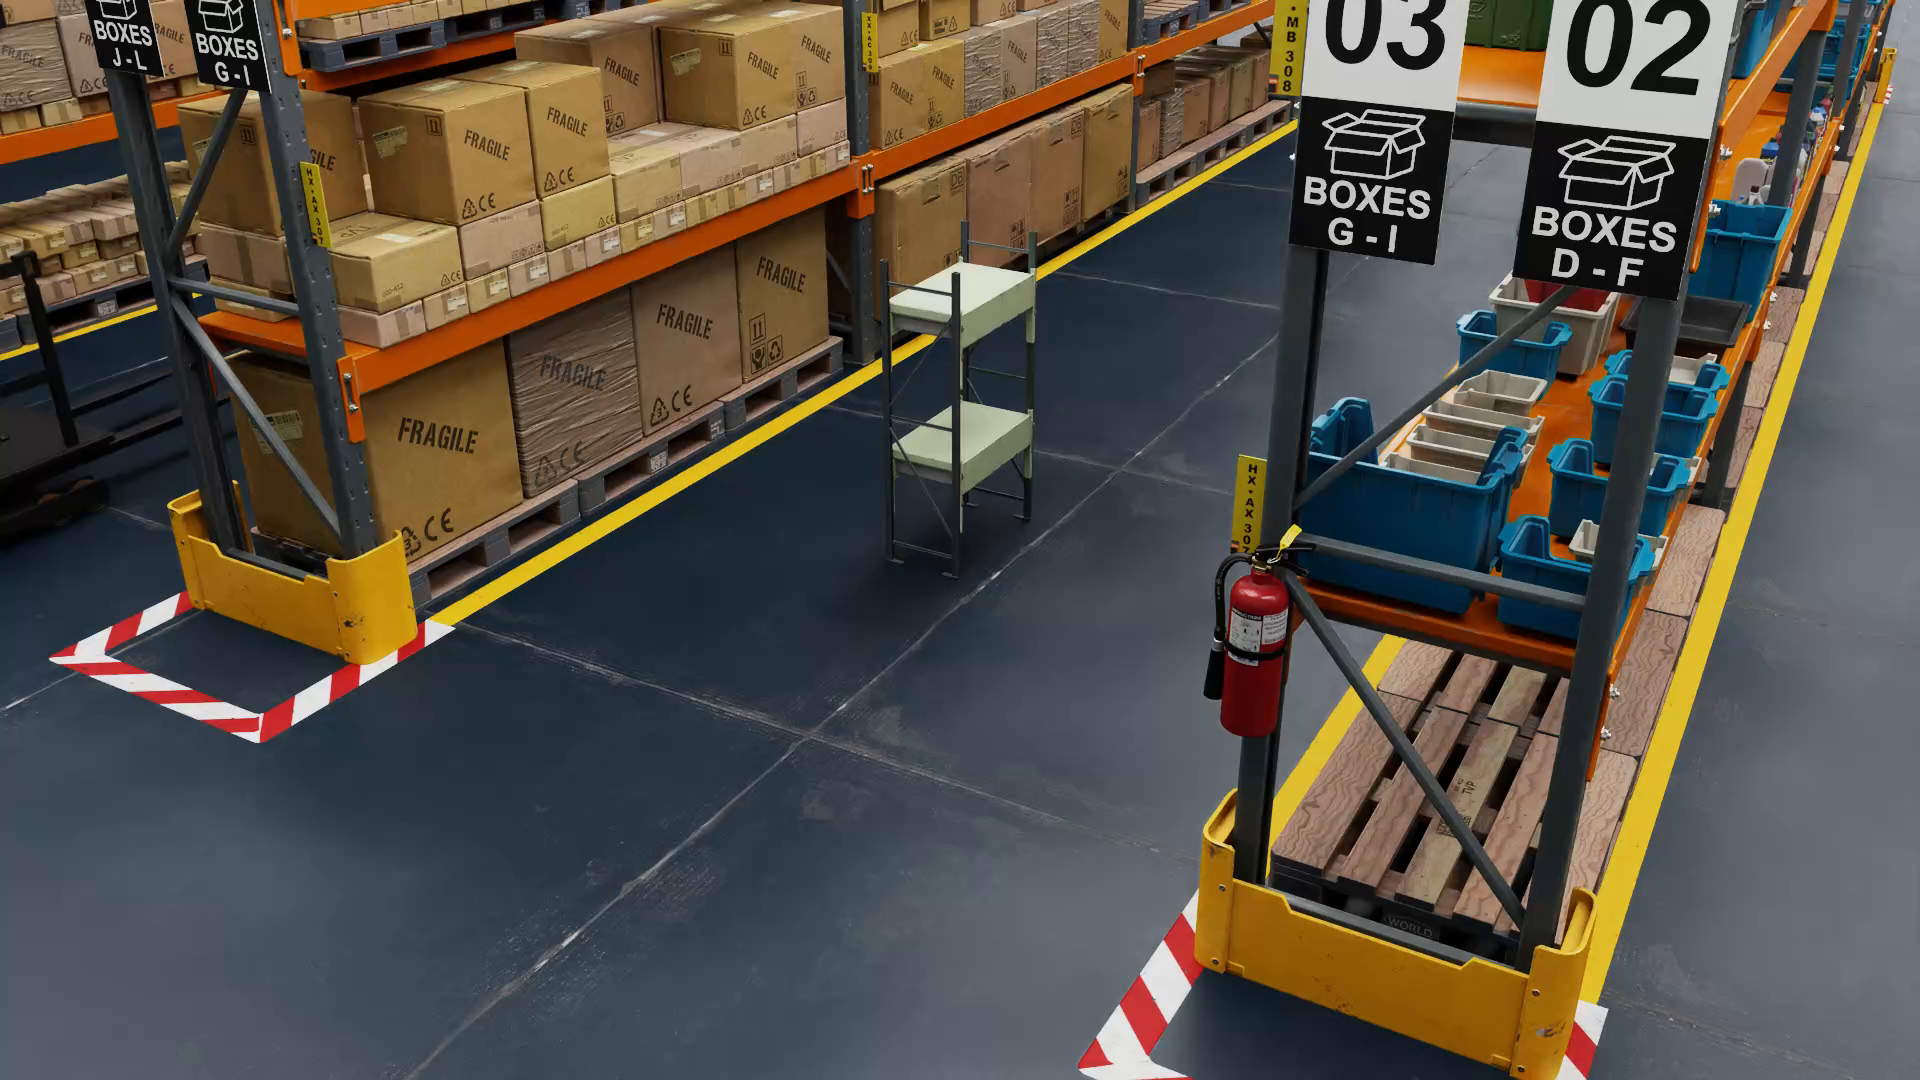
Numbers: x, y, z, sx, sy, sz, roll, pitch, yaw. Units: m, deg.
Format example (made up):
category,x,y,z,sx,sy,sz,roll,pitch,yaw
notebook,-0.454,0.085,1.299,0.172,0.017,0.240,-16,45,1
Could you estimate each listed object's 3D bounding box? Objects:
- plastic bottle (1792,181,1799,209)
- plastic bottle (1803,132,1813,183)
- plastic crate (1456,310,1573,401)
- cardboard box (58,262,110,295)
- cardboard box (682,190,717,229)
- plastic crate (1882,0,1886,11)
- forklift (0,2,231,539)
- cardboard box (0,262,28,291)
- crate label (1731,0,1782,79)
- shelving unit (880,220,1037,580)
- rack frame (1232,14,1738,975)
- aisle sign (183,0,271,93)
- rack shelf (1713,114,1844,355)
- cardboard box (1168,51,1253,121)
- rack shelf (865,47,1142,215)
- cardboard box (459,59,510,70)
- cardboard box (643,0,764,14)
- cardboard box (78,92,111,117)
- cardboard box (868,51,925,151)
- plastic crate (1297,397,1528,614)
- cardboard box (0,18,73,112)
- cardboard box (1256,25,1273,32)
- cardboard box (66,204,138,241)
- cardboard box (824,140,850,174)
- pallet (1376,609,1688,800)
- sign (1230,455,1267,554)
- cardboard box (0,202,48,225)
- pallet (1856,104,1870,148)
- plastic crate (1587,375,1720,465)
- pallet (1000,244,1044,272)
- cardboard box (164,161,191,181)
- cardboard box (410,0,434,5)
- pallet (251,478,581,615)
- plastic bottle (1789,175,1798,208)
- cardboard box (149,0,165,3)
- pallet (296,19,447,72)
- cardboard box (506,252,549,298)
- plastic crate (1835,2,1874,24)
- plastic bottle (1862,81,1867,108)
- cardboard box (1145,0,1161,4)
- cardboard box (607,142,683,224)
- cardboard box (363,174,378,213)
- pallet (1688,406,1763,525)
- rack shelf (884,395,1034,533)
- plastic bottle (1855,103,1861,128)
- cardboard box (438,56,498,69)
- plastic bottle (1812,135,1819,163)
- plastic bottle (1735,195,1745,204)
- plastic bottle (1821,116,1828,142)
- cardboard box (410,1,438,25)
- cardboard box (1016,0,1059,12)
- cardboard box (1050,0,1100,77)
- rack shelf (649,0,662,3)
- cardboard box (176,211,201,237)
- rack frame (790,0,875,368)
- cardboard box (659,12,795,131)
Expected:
category,x,y,z,sx,sy,sz,roll,pitch,yaw
plastic bottle,4.407,-1.871,8.859,0.097,0.201,0.097,0,27,0
plastic bottle,4.732,-2.149,9.323,0.061,0.283,0.133,14,30,26
plastic crate,2.130,-0.713,6.444,0.416,0.233,0.300,14,30,26
cardboard box,-5.952,-1.779,11.169,0.380,0.149,0.250,14,30,26
cardboard box,-1.498,-1.750,8.675,0.380,0.149,0.250,14,30,25
plastic crate,7.615,-4.730,14.416,0.767,0.338,0.504,14,30,26
forklift,-5.042,-1.466,7.904,1.130,2.935,3.031,13,30,25
cardboard box,-6.261,-1.730,10.739,0.380,0.149,0.250,13,29,24
crate label,2.078,-1.468,4.646,0.408,0.251,0.502,14,30,26
shelving unit,0.003,-0.673,7.919,0.431,1.500,0.755,14,30,26
rack frame,1.343,0.095,4.708,1.000,3.000,0.127,14,30,26
aisle sign,-2.743,-2.064,6.117,0.394,0.787,0.004,14,30,26
rack shelf,4.295,-1.921,9.541,1.077,0.370,4.000,14,30,26
cardboard box,2.362,-4.335,15.859,0.700,0.500,0.500,14,30,26
rack shelf,-0.018,-3.012,11.719,1.077,0.370,4.000,14,30,26
cardboard box,-3.913,-3.932,14.239,0.500,0.250,0.500,15,30,27
cardboard box,-1.460,-2.825,9.540,0.500,0.500,0.500,14,30,26
cardboard box,-5.850,-2.900,10.973,0.380,0.149,0.250,14,30,25
cardboard box,-0.558,-2.723,10.227,0.500,0.500,0.500,14,30,26
plastic crate,1.345,-0.119,5.030,0.616,0.435,0.499,14,30,26
cardboard box,-6.038,-3.021,10.490,0.500,0.500,0.500,13,30,25
cardboard box,3.441,-5.114,17.438,0.500,0.500,0.500,-22,34,-37
cardboard box,-5.796,-2.144,11.234,0.380,0.149,0.250,13,29,24
cardboard box,-0.866,-2.251,9.676,0.380,0.149,0.250,14,30,26
pallet,2.384,0.556,6.904,1.003,0.211,1.213,14,30,26
sign,0.856,-0.092,4.901,0.100,0.325,0.005,14,30,26
cardboard box,-6.411,-2.173,11.290,0.380,0.149,0.250,14,30,26
pallet,8.212,-4.064,16.133,1.003,0.211,1.213,14,30,26
plastic crate,2.399,-0.393,5.805,0.416,0.233,0.300,14,30,26
pallet,-0.088,-2.102,12.213,1.003,0.211,1.213,14,30,26
cardboard box,-5.807,-2.682,12.308,0.380,0.149,0.250,16,31,29
cardboard box,-4.296,-4.250,12.868,0.380,0.149,0.250,13,29,24
pallet,-2.644,-0.077,8.168,1.003,0.211,1.213,14,30,26
plastic bottle,4.299,-1.806,8.638,0.061,0.283,0.133,14,30,26
cardboard box,-5.515,-3.865,11.059,0.500,0.500,0.500,13,29,25
pallet,-4.767,-3.866,12.836,1.003,0.211,1.213,14,30,26
cardboard box,-2.129,-1.251,7.678,0.380,0.149,0.250,14,30,25
plastic crate,6.340,-3.613,12.046,0.402,0.464,0.583,14,30,26
plastic bottle,8.651,-4.260,15.953,0.061,0.283,0.133,15,30,27
cardboard box,1.385,-4.804,13.916,0.700,0.500,0.500,19,32,33
cardboard box,-1.746,-1.792,8.315,0.500,0.250,0.500,14,30,25
cardboard box,-2.712,-1.506,7.743,0.500,0.250,0.500,14,30,25
pallet,3.727,-0.508,9.029,1.003,0.211,1.213,14,30,26
rack shelf,0.003,-0.382,8.065,0.431,0.370,0.720,14,30,26
plastic bottle,8.215,-3.915,15.263,0.061,0.283,0.133,16,31,28
cardboard box,-4.356,-4.047,14.469,0.500,0.250,0.500,14,30,26
plastic bottle,4.977,-2.323,9.762,0.097,0.201,0.097,0,27,0
plastic bottle,3.932,-1.634,8.385,0.097,0.201,0.097,0,27,0
plastic bottle,5.265,-2.551,10.217,0.097,0.201,0.097,0,27,0
cardboard box,-4.294,-4.117,12.935,0.380,0.149,0.250,15,30,27
cardboard box,0.270,-4.072,11.800,0.797,0.503,0.637,15,30,27
cardboard box,0.689,-3.718,12.214,0.500,0.500,0.500,14,30,26
rack shelf,-2.318,-5.702,17.094,1.077,0.370,4.000,14,30,26
cardboard box,-5.596,-2.246,11.770,0.380,0.149,0.250,14,30,27
rack frame,-1.001,-2.554,10.001,1.000,3.000,0.127,14,30,26
cardboard box,-1.245,-2.523,8.937,0.500,0.500,0.500,15,30,27
